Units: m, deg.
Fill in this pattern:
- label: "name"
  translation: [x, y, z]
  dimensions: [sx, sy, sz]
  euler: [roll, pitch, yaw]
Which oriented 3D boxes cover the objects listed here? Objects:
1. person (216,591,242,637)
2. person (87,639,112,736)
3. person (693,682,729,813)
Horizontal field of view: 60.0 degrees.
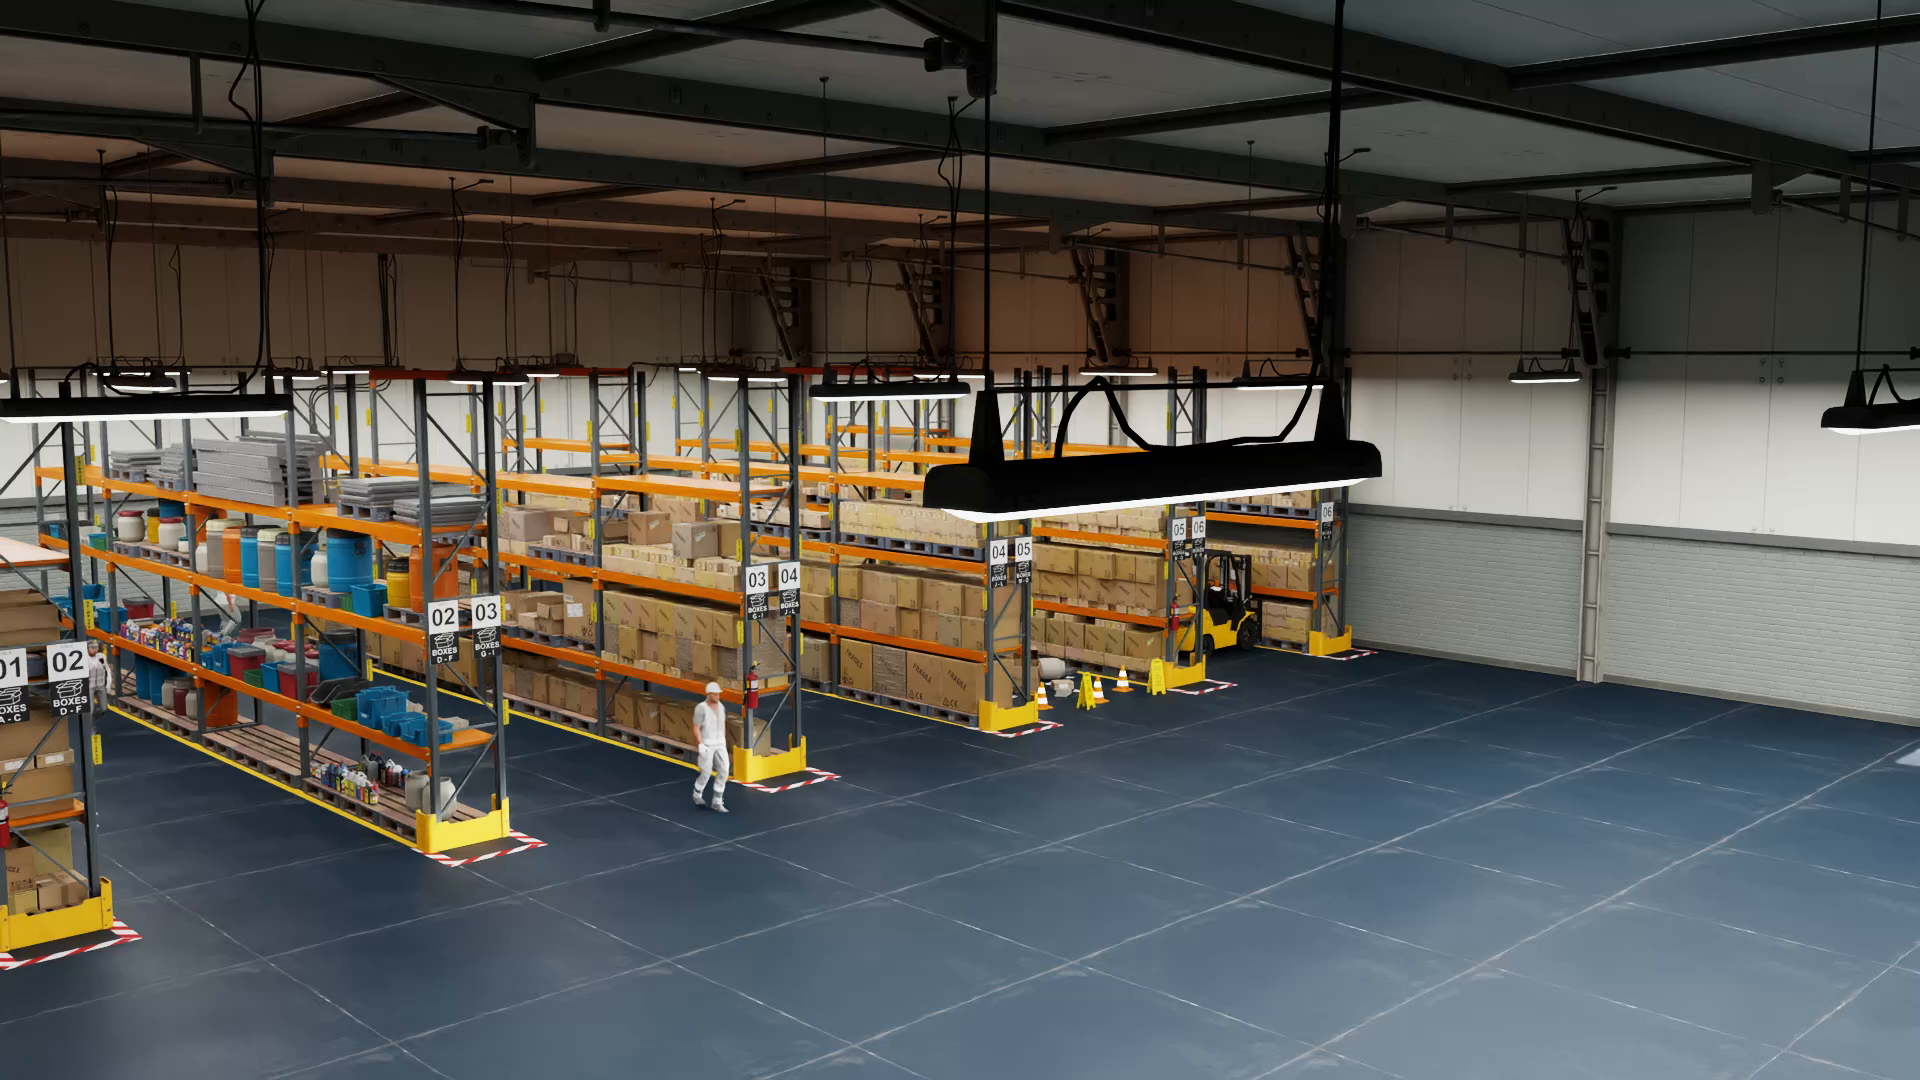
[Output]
- label: "person"
  translation: [-15.874, 1.387, 35.965]
  dimensions: [0.572, 1.766, 0.477]
  euler: [6, 9, 42]
- label: "person"
  translation: [-14.306, 2.434, 27.402]
  dimensions: [0.536, 1.657, 0.583]
  euler: [6, 9, 43]
- label: "person"
  translation: [-3.441, 2.878, 23.095]
  dimensions: [0.659, 1.812, 0.638]
  euler: [5, 8, 40]
